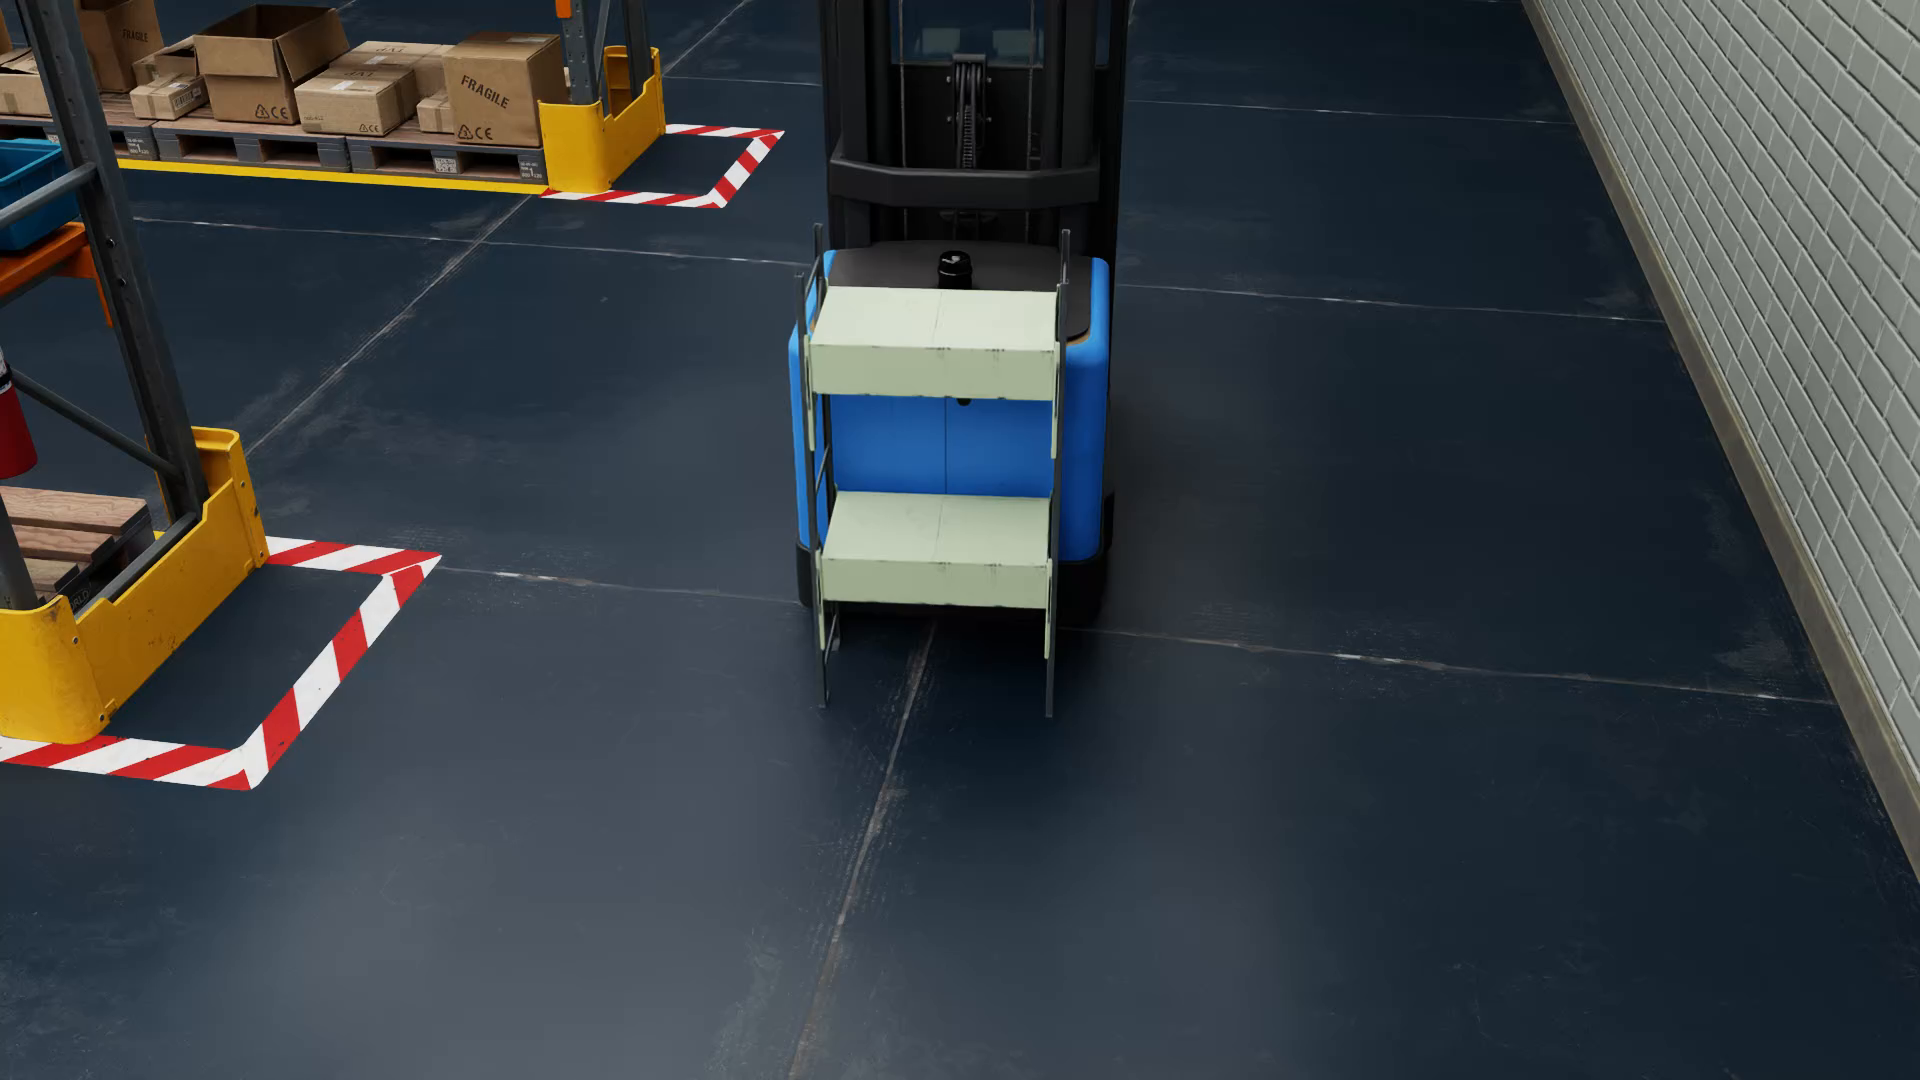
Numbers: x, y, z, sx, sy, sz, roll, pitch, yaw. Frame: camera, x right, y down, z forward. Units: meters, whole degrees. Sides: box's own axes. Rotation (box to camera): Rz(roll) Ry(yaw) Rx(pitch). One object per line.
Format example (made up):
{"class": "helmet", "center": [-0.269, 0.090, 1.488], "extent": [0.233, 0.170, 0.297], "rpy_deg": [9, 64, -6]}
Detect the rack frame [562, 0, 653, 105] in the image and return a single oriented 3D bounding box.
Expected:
{"class": "rack frame", "center": [-2.000, -3.530, 9.062], "extent": [0.127, 3.000, 1.000], "rpy_deg": [5, 32, 8]}

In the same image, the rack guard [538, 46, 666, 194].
{"class": "rack guard", "center": [-2.075, -2.477, 9.736], "extent": [0.348, 0.500, 1.175], "rpy_deg": [5, 32, 8]}

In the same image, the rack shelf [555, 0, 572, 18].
{"class": "rack shelf", "center": [-3.971, -3.403, 9.538], "extent": [4.000, 0.370, 1.077], "rpy_deg": [5, 32, 8]}

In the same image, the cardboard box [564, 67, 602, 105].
{"class": "cardboard box", "center": [-2.355, -2.725, 10.048], "extent": [0.250, 0.149, 0.380], "rpy_deg": [5, 32, 8]}

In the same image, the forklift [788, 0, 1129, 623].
{"class": "forklift", "center": [0.068, -1.717, 6.231], "extent": [1.130, 2.935, 3.031], "rpy_deg": [2, 32, 4]}

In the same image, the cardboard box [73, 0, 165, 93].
{"class": "cardboard box", "center": [-5.333, -3.111, 10.335], "extent": [0.500, 0.500, 0.500], "rpy_deg": [5, 32, 8]}

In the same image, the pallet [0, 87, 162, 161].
{"class": "pallet", "center": [-5.266, -2.643, 10.273], "extent": [1.213, 0.211, 1.003], "rpy_deg": [5, 32, 8]}

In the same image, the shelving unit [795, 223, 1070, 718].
{"class": "shelving unit", "center": [-0.067, -0.182, 5.128], "extent": [0.755, 1.500, 0.431], "rpy_deg": [2, 32, 3]}

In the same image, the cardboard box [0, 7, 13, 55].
{"class": "cardboard box", "center": [-6.379, -3.184, 10.451], "extent": [0.500, 0.500, 0.500], "rpy_deg": [4, 32, 6]}

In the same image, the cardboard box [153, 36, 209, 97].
{"class": "cardboard box", "center": [-4.594, -2.964, 10.278], "extent": [0.500, 0.311, 0.500], "rpy_deg": [5, 32, 8]}

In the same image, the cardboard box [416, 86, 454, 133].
{"class": "cardboard box", "center": [-2.961, -2.518, 9.702], "extent": [0.250, 0.166, 0.380], "rpy_deg": [5, 32, 8]}

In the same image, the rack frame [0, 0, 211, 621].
{"class": "rack frame", "center": [-2.837, -0.939, 4.924], "extent": [0.127, 3.000, 1.000], "rpy_deg": [5, 32, 8]}

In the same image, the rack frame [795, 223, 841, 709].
{"class": "rack frame", "center": [-0.432, -0.195, 5.148], "extent": [0.023, 1.500, 0.400], "rpy_deg": [2, 32, 3]}

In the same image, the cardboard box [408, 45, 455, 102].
{"class": "cardboard box", "center": [-2.981, -2.792, 10.061], "extent": [0.500, 0.250, 0.500], "rpy_deg": [5, 32, 8]}

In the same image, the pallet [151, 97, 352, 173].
{"class": "pallet", "center": [-4.060, -2.535, 10.101], "extent": [1.213, 0.211, 1.003], "rpy_deg": [5, 32, 8]}

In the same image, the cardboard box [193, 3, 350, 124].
{"class": "cardboard box", "center": [-4.090, -2.850, 9.914], "extent": [0.637, 0.503, 0.797], "rpy_deg": [5, 32, 8]}

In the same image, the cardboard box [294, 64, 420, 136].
{"class": "cardboard box", "center": [-3.509, -2.571, 9.707], "extent": [0.500, 0.250, 0.500], "rpy_deg": [5, 32, 8]}

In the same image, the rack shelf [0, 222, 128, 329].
{"class": "rack shelf", "center": [-4.808, -0.813, 5.400], "extent": [4.000, 0.370, 1.077], "rpy_deg": [5, 32, 8]}

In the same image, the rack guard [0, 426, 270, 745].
{"class": "rack guard", "center": [-2.811, 0.116, 5.594], "extent": [0.348, 0.500, 1.175], "rpy_deg": [5, 32, 8]}

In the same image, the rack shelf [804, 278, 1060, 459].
{"class": "rack shelf", "center": [-0.067, -0.513, 4.921], "extent": [0.720, 0.370, 0.431], "rpy_deg": [2, 32, 3]}

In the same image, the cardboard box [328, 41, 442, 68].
{"class": "cardboard box", "center": [-3.474, -2.837, 10.132], "extent": [0.500, 0.250, 0.500], "rpy_deg": [5, 32, 8]}

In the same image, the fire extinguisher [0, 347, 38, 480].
{"class": "fire extinguisher", "center": [-2.765, -0.497, 4.642], "extent": [0.183, 0.674, 0.296], "rpy_deg": [5, 32, 8]}

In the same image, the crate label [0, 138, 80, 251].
{"class": "crate label", "center": [-3.025, -1.088, 5.262], "extent": [0.303, 0.233, 0.416], "rpy_deg": [5, 32, 8]}

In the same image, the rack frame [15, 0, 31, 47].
{"class": "rack frame", "center": [-5.943, -3.887, 9.632], "extent": [0.127, 3.000, 1.000], "rpy_deg": [5, 32, 8]}

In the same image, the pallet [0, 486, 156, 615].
{"class": "pallet", "center": [-3.643, 0.149, 5.813], "extent": [1.213, 0.211, 1.003], "rpy_deg": [5, 32, 8]}

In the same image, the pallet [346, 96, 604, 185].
{"class": "pallet", "center": [-2.861, -2.425, 9.925], "extent": [1.213, 0.211, 1.003], "rpy_deg": [5, 32, 8]}

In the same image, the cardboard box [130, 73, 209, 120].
{"class": "cardboard box", "center": [-4.711, -2.650, 9.912], "extent": [0.250, 0.166, 0.380], "rpy_deg": [5, 32, 8]}

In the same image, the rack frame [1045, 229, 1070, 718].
{"class": "rack frame", "center": [0.298, -0.170, 5.107], "extent": [0.023, 1.500, 0.400], "rpy_deg": [2, 32, 3]}

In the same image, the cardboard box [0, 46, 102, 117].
{"class": "cardboard box", "center": [-5.565, -2.783, 9.988], "extent": [0.500, 0.311, 0.500], "rpy_deg": [5, 32, 8]}

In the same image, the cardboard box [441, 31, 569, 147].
{"class": "cardboard box", "center": [-2.577, -2.576, 9.480], "extent": [0.500, 0.500, 0.500], "rpy_deg": [5, 32, 8]}

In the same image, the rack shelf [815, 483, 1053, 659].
{"class": "rack shelf", "center": [-0.067, 0.094, 5.301], "extent": [0.720, 0.370, 0.431], "rpy_deg": [2, 32, 3]}

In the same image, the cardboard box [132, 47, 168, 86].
{"class": "cardboard box", "center": [-4.954, -2.960, 10.424], "extent": [0.250, 0.149, 0.380], "rpy_deg": [5, 32, 8]}
